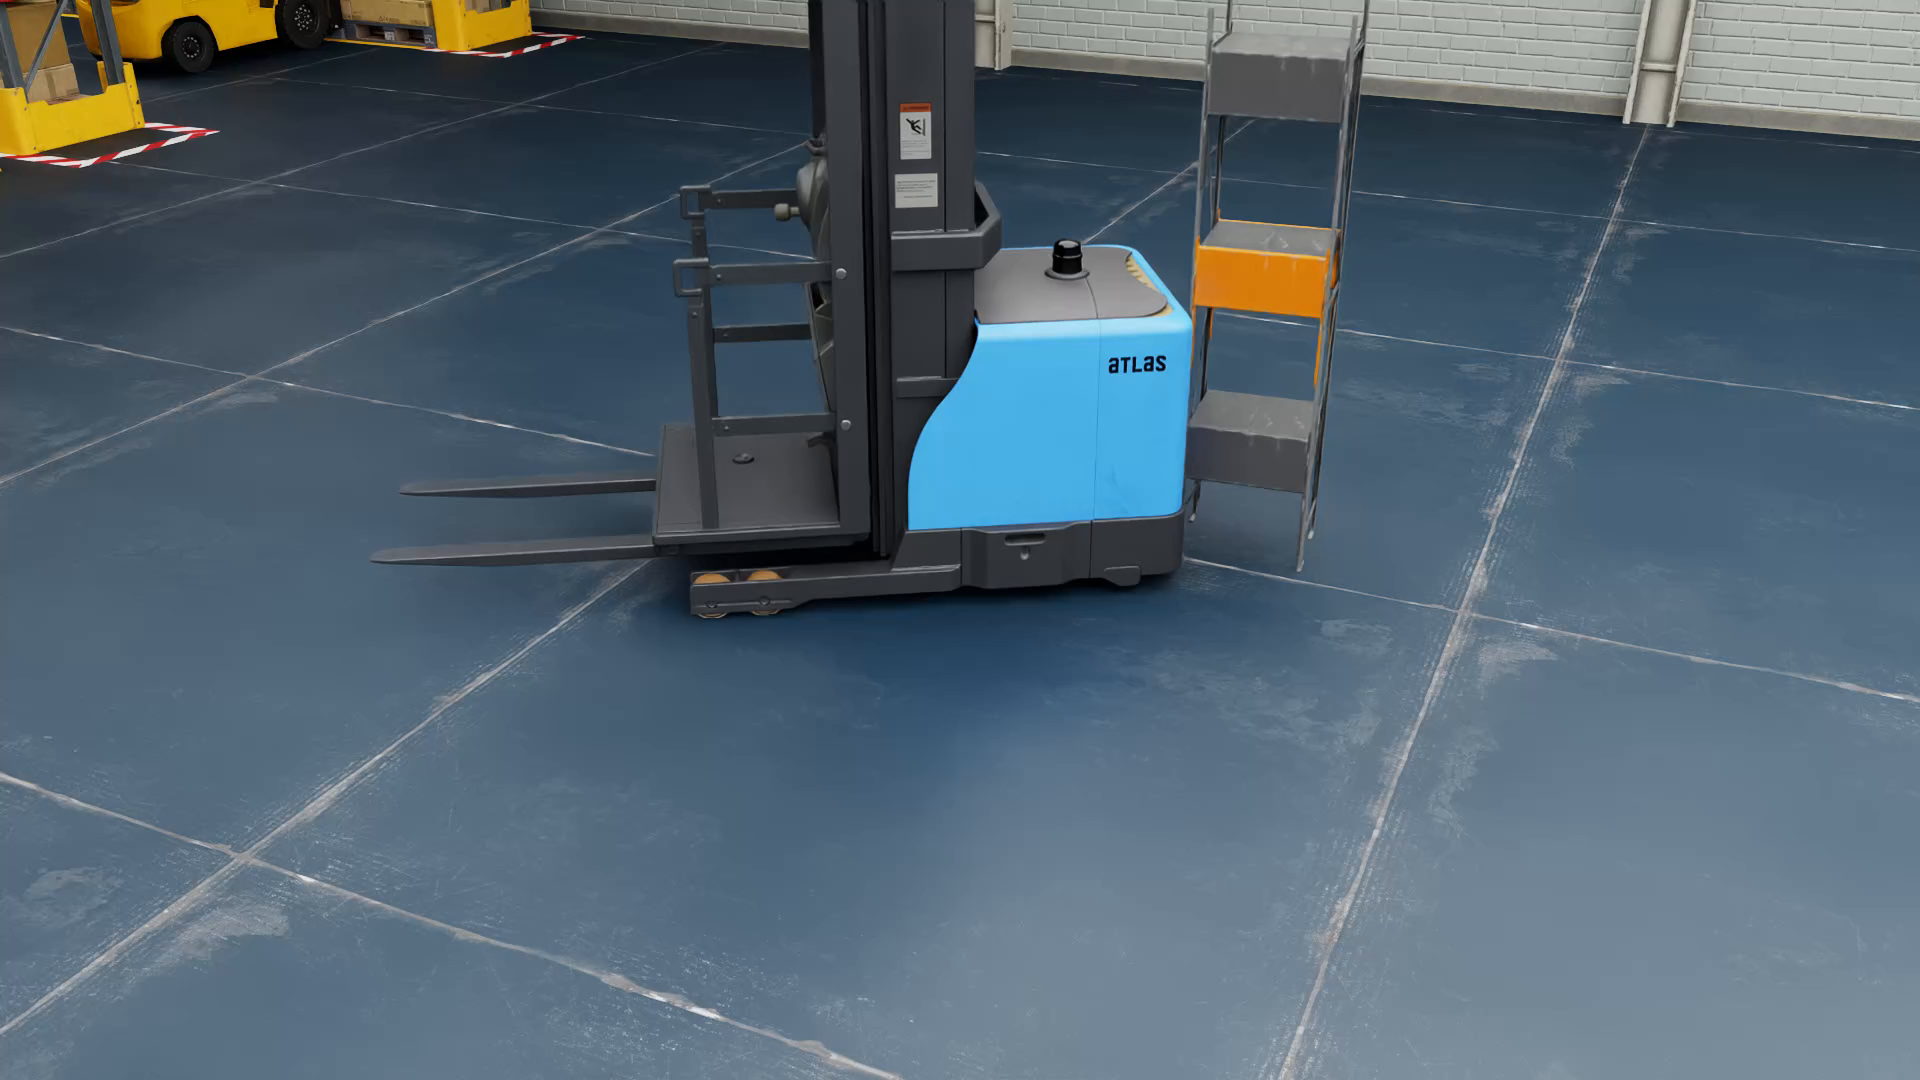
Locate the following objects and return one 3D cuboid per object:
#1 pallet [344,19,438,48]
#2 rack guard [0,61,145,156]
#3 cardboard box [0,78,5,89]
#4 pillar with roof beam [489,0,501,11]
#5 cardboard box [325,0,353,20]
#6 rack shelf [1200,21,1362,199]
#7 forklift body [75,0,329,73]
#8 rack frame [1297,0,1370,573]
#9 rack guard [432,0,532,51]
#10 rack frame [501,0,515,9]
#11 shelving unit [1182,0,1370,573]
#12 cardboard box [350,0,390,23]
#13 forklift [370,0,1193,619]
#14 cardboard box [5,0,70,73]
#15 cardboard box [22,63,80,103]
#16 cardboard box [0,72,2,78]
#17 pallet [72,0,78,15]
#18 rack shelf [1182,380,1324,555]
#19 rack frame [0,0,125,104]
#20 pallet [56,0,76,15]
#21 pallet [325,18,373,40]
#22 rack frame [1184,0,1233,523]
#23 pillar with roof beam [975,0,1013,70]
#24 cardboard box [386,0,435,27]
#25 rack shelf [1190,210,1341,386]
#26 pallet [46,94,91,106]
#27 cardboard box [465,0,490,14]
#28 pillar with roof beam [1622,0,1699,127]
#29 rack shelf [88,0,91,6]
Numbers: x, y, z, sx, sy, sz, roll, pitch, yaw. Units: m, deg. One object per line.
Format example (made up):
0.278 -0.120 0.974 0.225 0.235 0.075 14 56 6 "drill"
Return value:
-5.653 -5.398 17.476 1.213 0.211 1.003 11 28 22 "pallet"
-7.060 -3.422 13.135 0.348 0.500 1.175 11 28 22 "rack guard"
-7.860 -3.529 13.159 0.500 0.250 0.500 11 28 22 "cardboard box"
-6.982 -7.977 12.764 0.400 9.000 9.100 11 28 22 "pillar with roof beam"
-6.398 -5.630 17.427 0.500 0.250 0.500 12 29 22 "cardboard box"
1.154 -1.549 5.964 0.480 0.518 0.431 8 27 17 "rack shelf"
-7.421 -5.759 16.012 1.214 2.155 2.313 11 28 22 "forklift body"
1.385 -0.898 6.196 0.015 2.100 0.400 8 27 17 "rack frame"
-4.917 -5.401 17.153 0.348 0.500 1.175 11 28 22 "rack guard"
-4.939 -6.526 16.610 0.127 3.000 1.000 11 28 22 "rack frame"
1.154 -0.933 6.267 0.503 2.100 0.431 8 27 17 "shelving unit"
-5.947 -5.535 17.233 0.500 0.250 0.500 11 28 22 "cardboard box"
-0.703 -1.270 6.011 3.031 2.935 1.130 -3 26 -7 "forklift"
-7.632 -4.084 13.437 0.500 0.500 0.500 10 28 20 "cardboard box"
-7.610 -3.743 13.595 0.500 0.250 0.500 11 28 21 "cardboard box"
-7.828 -3.863 12.988 0.500 0.500 0.500 12 28 22 "cardboard box"
-9.267 -6.126 18.953 1.213 0.211 1.003 11 28 22 "pallet"
1.154 -0.292 6.581 0.480 0.518 0.431 8 27 17 "rack shelf"
-6.991 -4.530 12.555 0.127 3.000 1.000 11 28 22 "rack frame"
-10.382 -6.348 19.405 1.213 0.211 1.003 11 28 22 "pallet"
-6.759 -5.622 17.930 1.213 0.211 1.003 11 28 22 "pallet"
0.923 -0.967 6.337 0.015 2.100 0.400 8 27 17 "rack frame"
-1.520 -6.880 10.535 0.400 9.000 9.100 11 28 22 "pillar with roof beam"
-5.498 -5.440 17.041 0.500 0.250 0.500 12 28 22 "cardboard box"
1.154 -0.920 6.273 0.480 0.518 0.431 8 27 17 "rack shelf"
-7.785 -3.455 13.529 1.213 0.211 1.003 11 28 22 "pallet"
-5.305 -5.650 17.467 0.500 0.250 0.500 11 28 22 "cardboard box"
3.942 -5.782 8.307 0.400 9.000 9.100 11 28 22 "pillar with roof beam"
-8.811 -4.573 13.456 4.000 0.370 1.077 11 28 22 "rack shelf"
